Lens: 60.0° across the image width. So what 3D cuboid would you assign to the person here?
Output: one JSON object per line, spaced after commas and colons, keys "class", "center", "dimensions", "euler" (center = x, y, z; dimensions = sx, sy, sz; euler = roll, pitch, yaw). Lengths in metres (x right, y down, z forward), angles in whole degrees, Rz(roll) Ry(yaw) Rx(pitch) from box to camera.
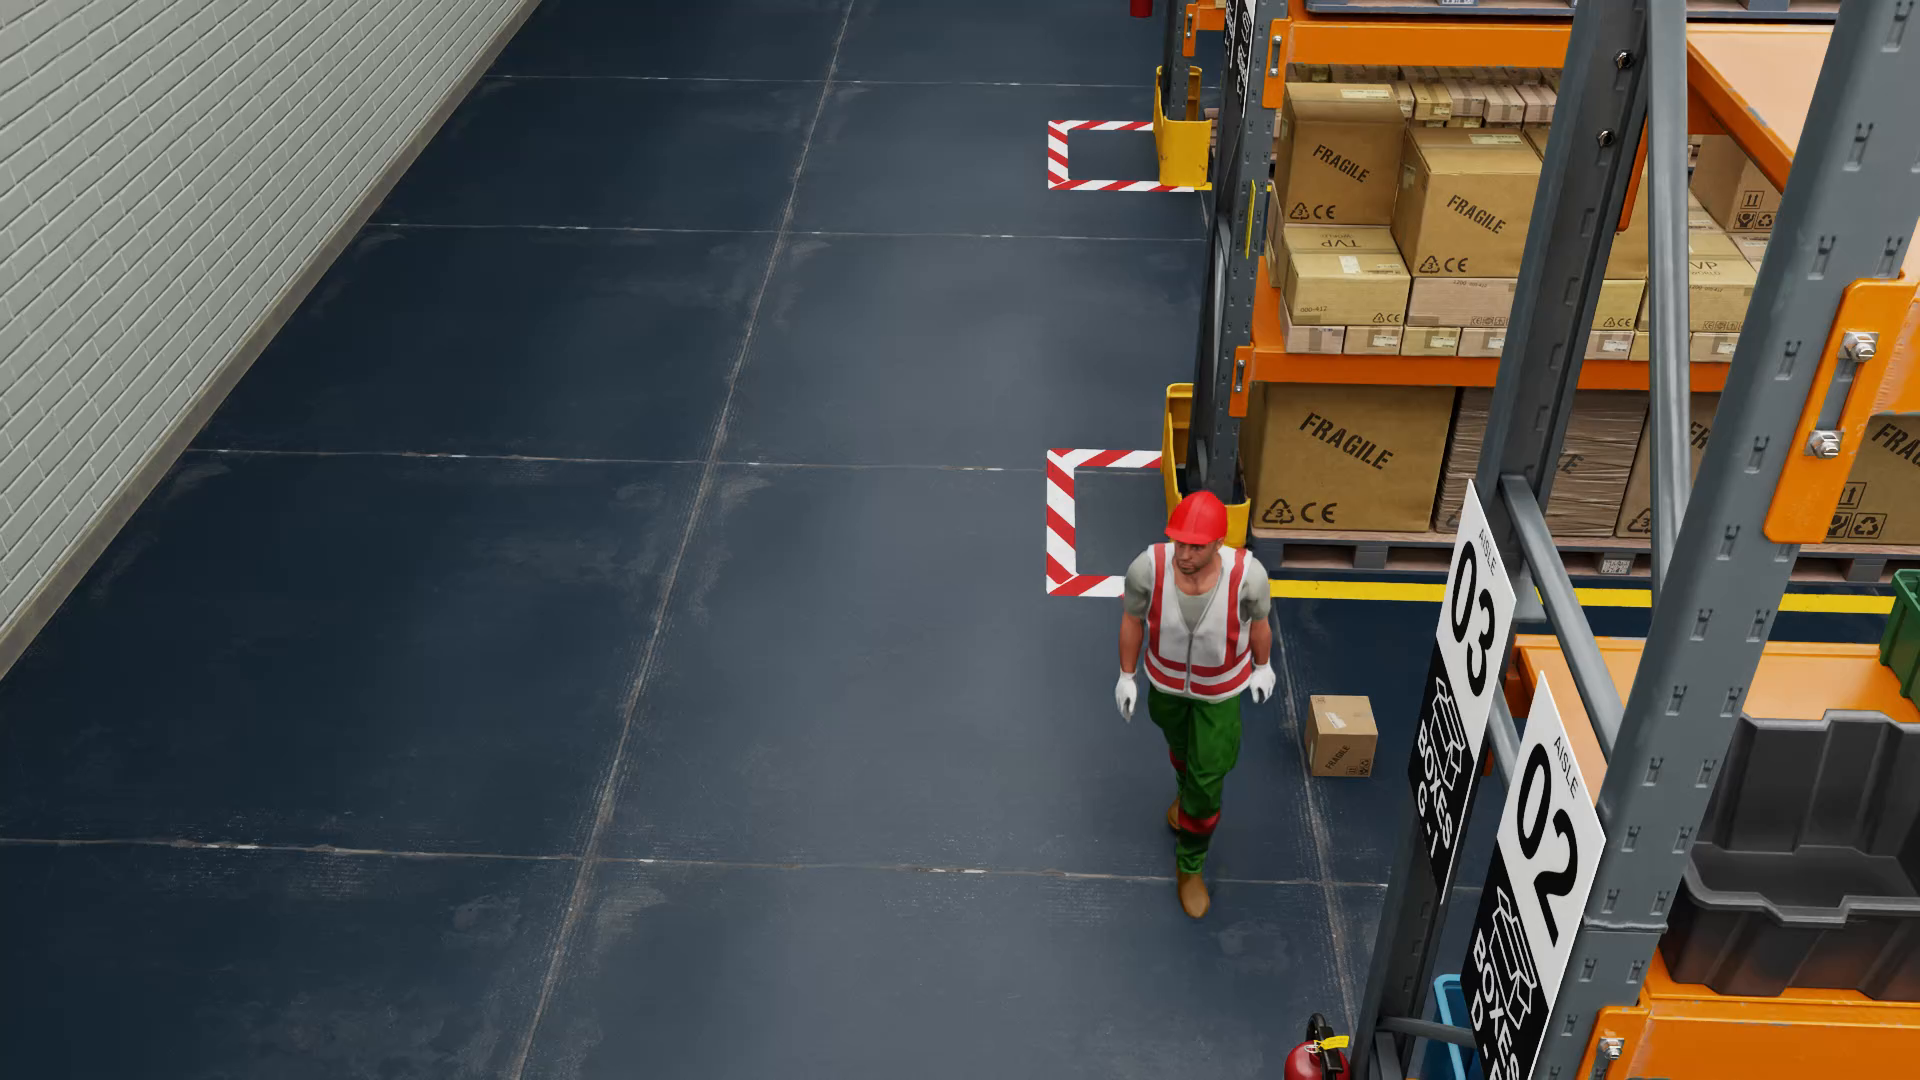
{"class": "person", "center": [0.884, 0.551, 6.340], "dimensions": [0.578, 1.808, 0.695], "euler": [13, 37, 18]}
